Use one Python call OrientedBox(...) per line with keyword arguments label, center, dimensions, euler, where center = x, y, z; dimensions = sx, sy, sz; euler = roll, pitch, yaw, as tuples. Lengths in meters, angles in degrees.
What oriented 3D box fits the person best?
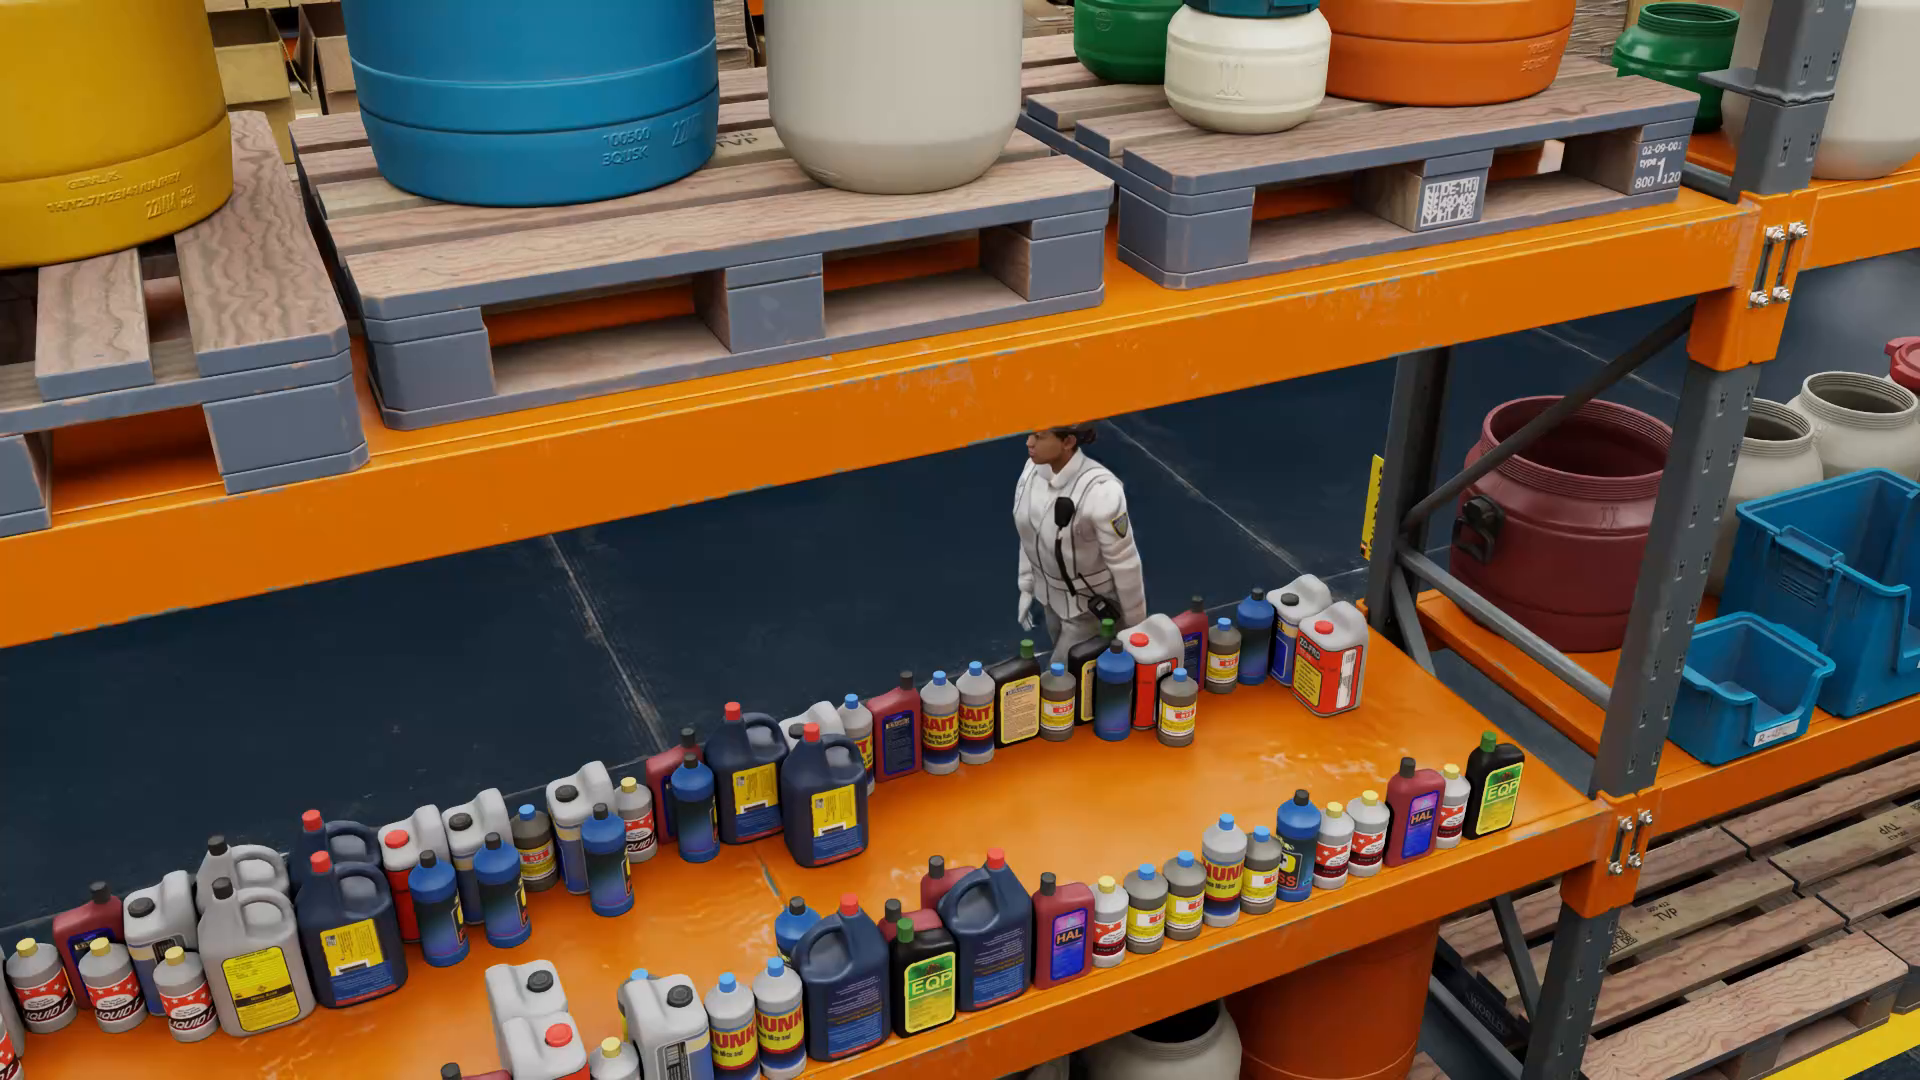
OrientedBox(label="person", center=(0.420, 0.234, 5.717), dimensions=(0.536, 1.708, 0.512), euler=(-15, 33, -25))
